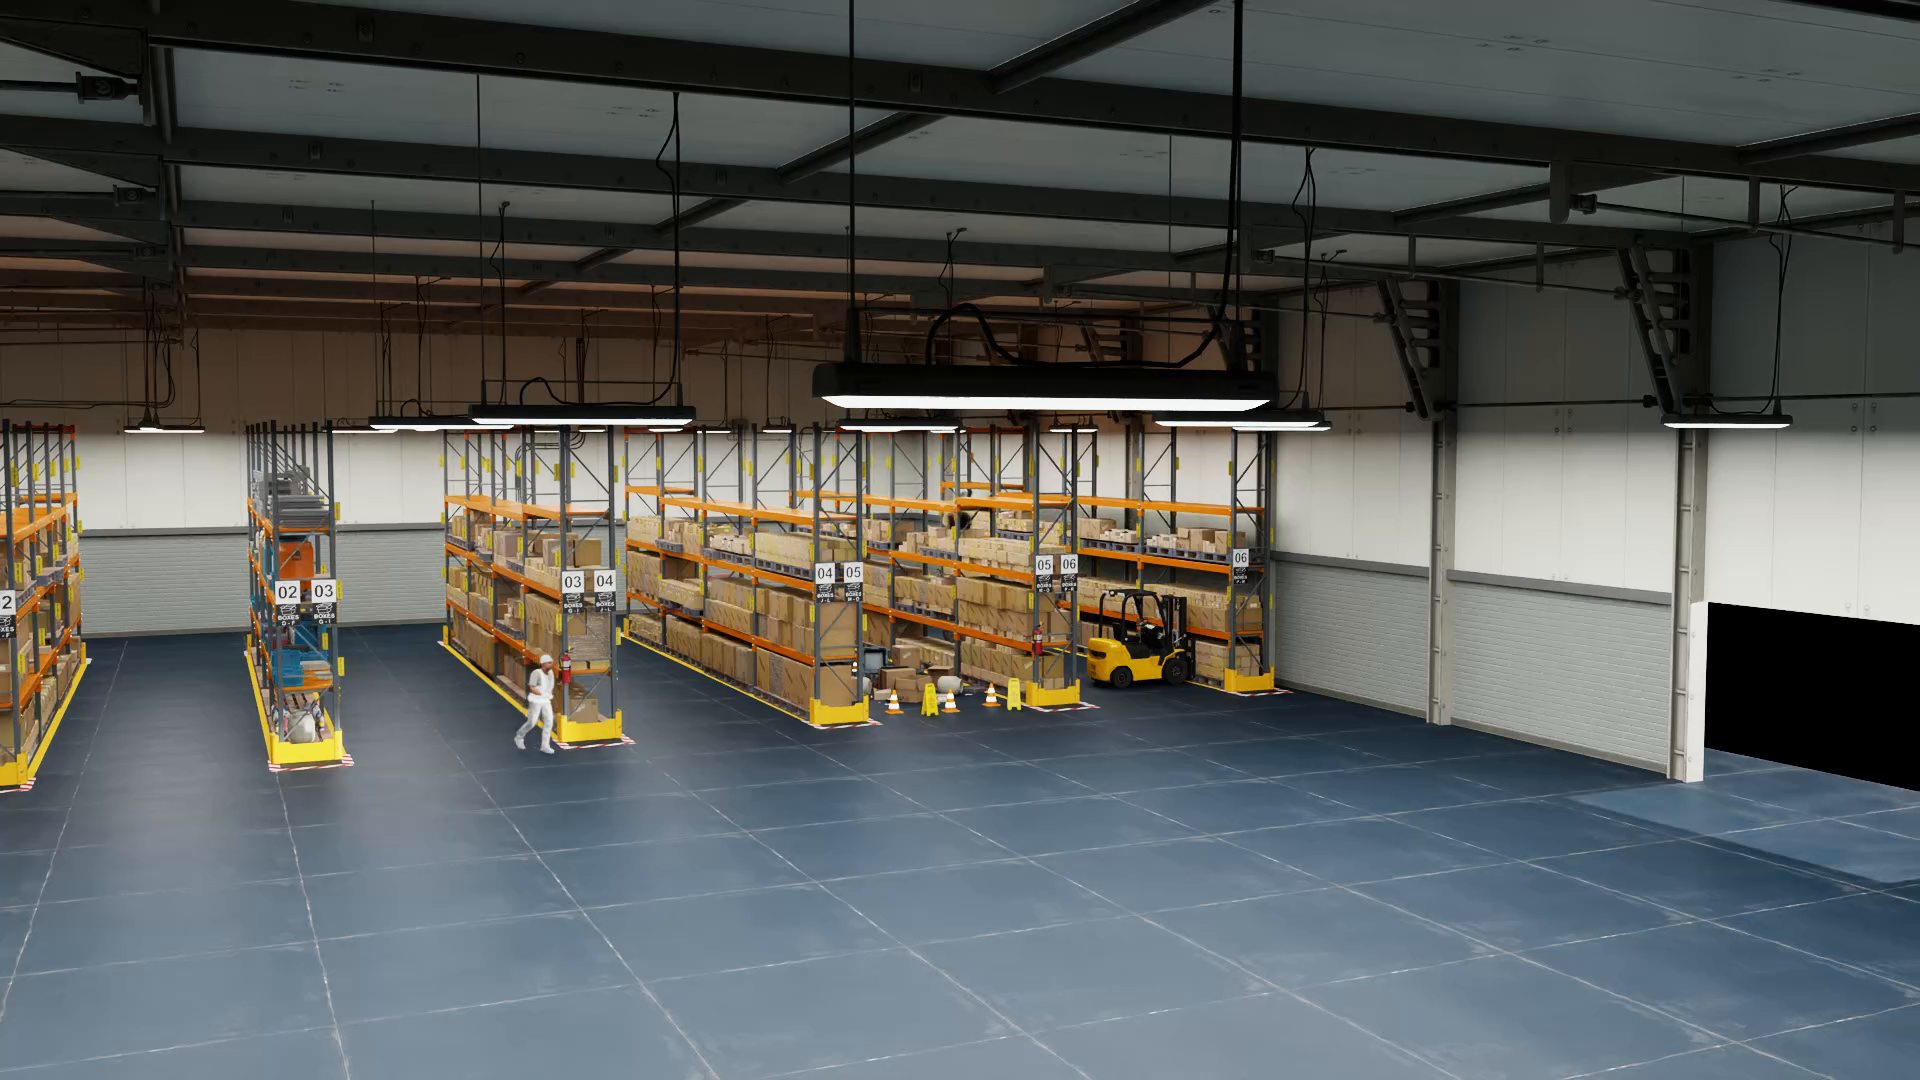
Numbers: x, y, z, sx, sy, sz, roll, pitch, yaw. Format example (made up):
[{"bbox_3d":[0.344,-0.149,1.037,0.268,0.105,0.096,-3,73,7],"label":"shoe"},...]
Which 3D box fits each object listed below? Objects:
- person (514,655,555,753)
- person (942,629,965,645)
[{"bbox_3d":[-7.649,2.956,30.178,0.886,1.768,0.678,2,4,30],"label":"person"},{"bbox_3d":[-0.178,2.109,44.138,0.659,1.685,0.986,-3,4,-36],"label":"person"}]
